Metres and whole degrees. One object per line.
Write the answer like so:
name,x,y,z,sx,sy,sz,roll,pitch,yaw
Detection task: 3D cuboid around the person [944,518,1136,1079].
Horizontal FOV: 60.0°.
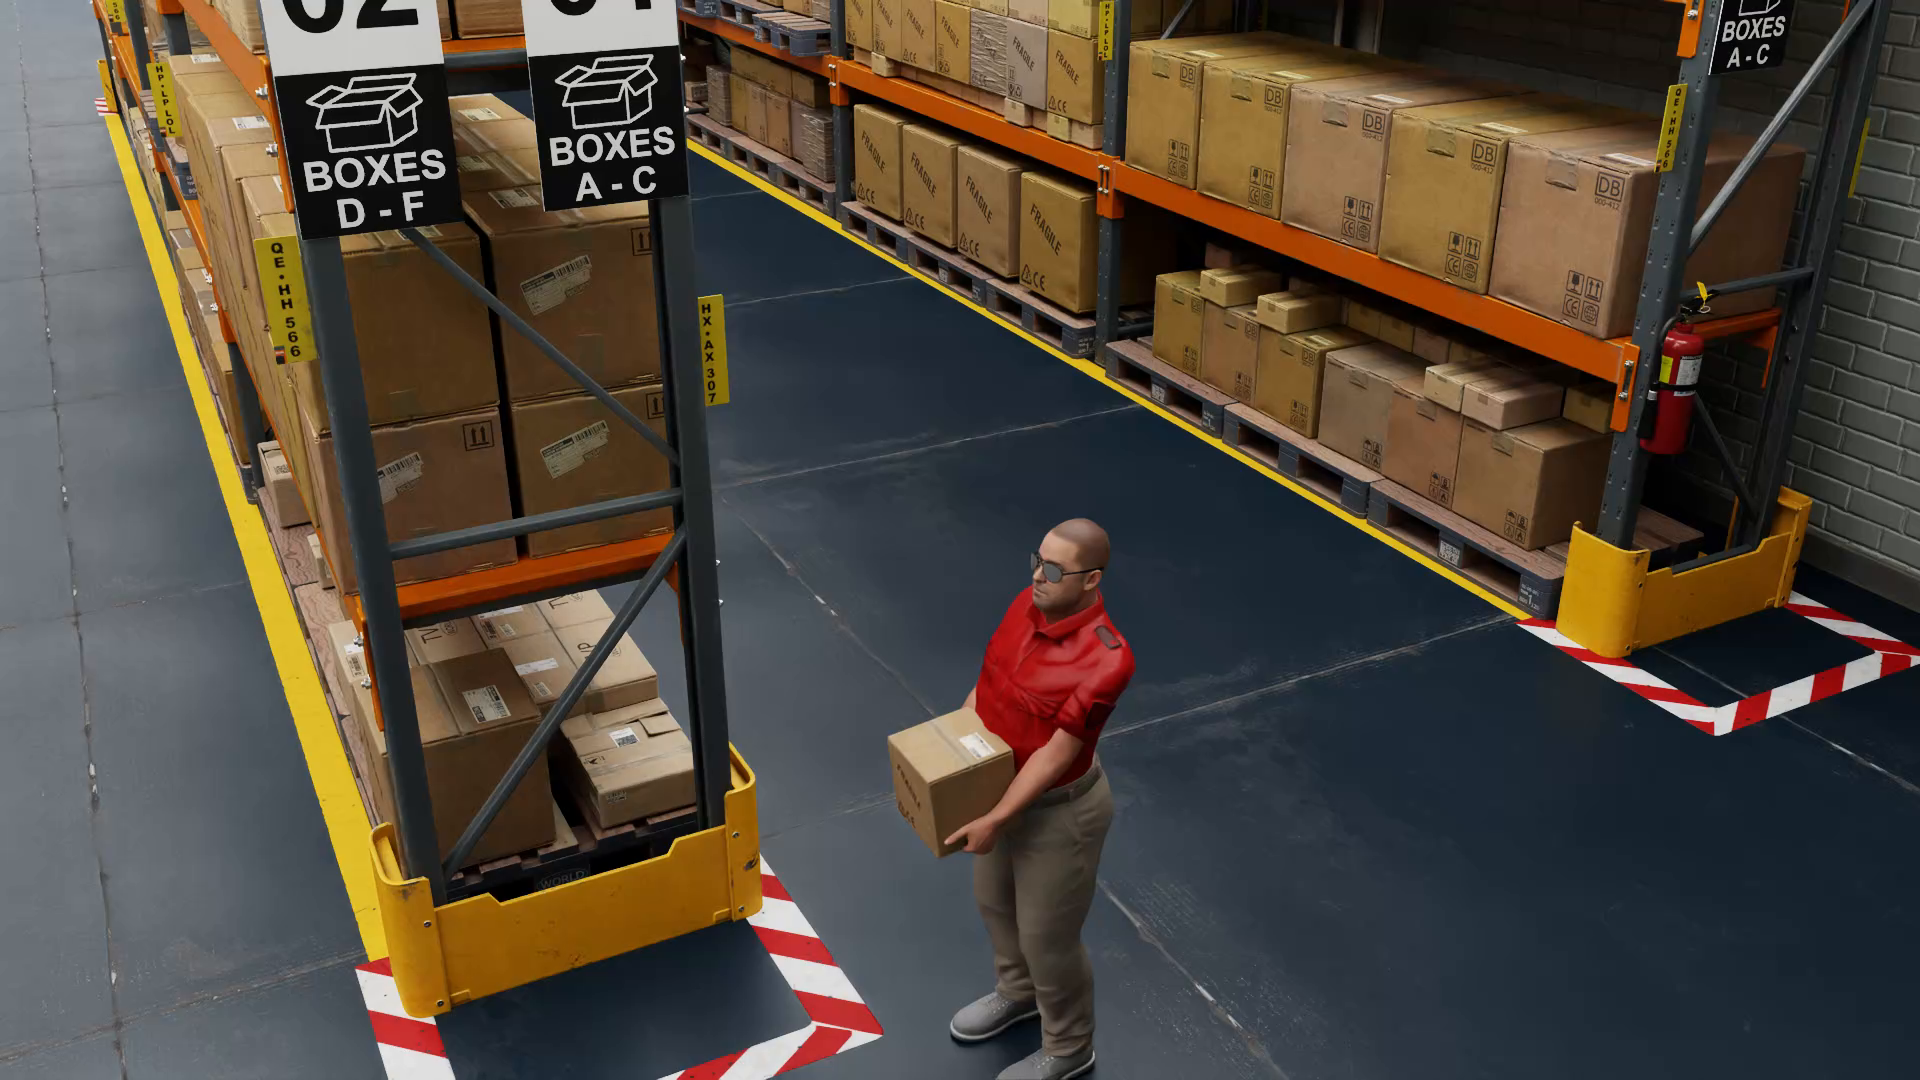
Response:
person,0.146,0.756,4.549,0.538,1.714,0.494,-12,28,-24
